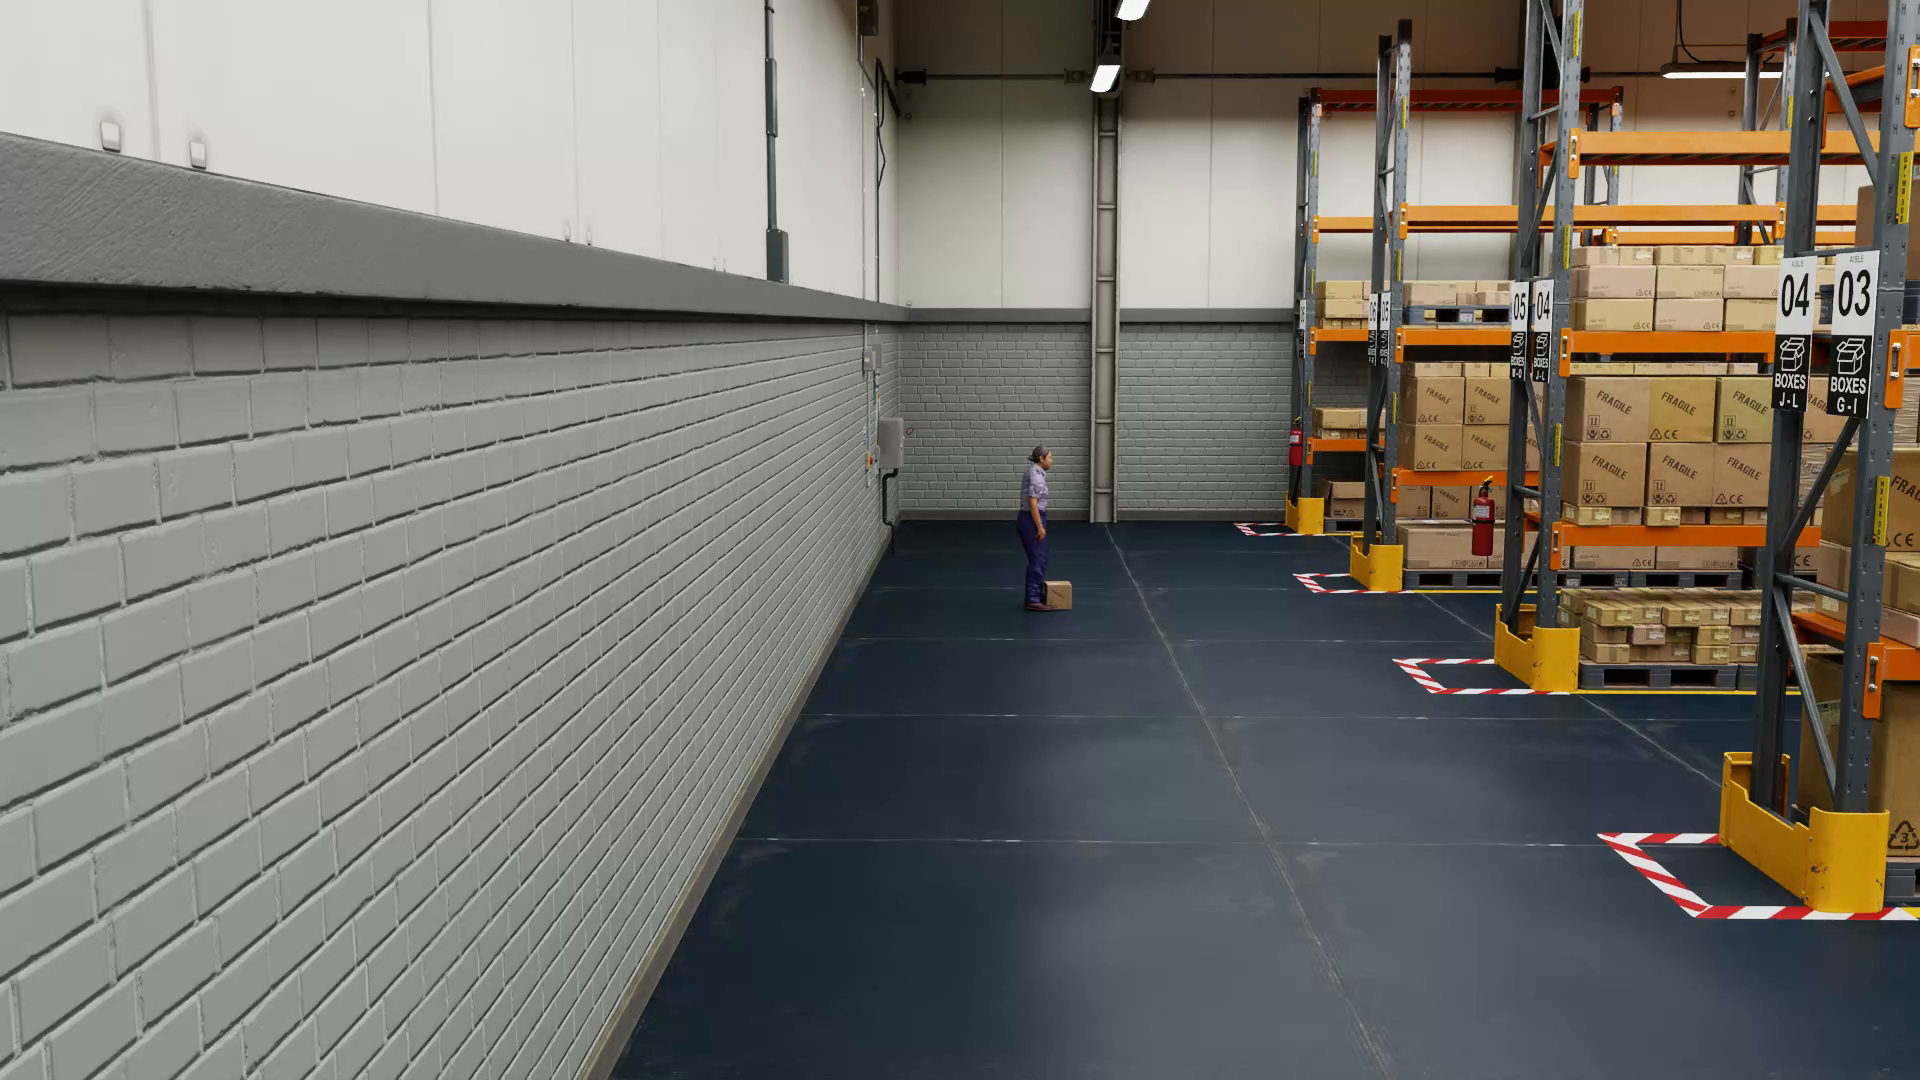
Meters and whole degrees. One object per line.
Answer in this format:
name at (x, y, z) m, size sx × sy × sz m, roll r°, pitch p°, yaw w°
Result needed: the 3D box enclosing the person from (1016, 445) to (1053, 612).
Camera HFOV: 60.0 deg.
person at (0.783, -0.133, 16.843) m, size 0.416 × 1.652 × 0.555 m, roll 0°, pitch 7°, yaw 0°
